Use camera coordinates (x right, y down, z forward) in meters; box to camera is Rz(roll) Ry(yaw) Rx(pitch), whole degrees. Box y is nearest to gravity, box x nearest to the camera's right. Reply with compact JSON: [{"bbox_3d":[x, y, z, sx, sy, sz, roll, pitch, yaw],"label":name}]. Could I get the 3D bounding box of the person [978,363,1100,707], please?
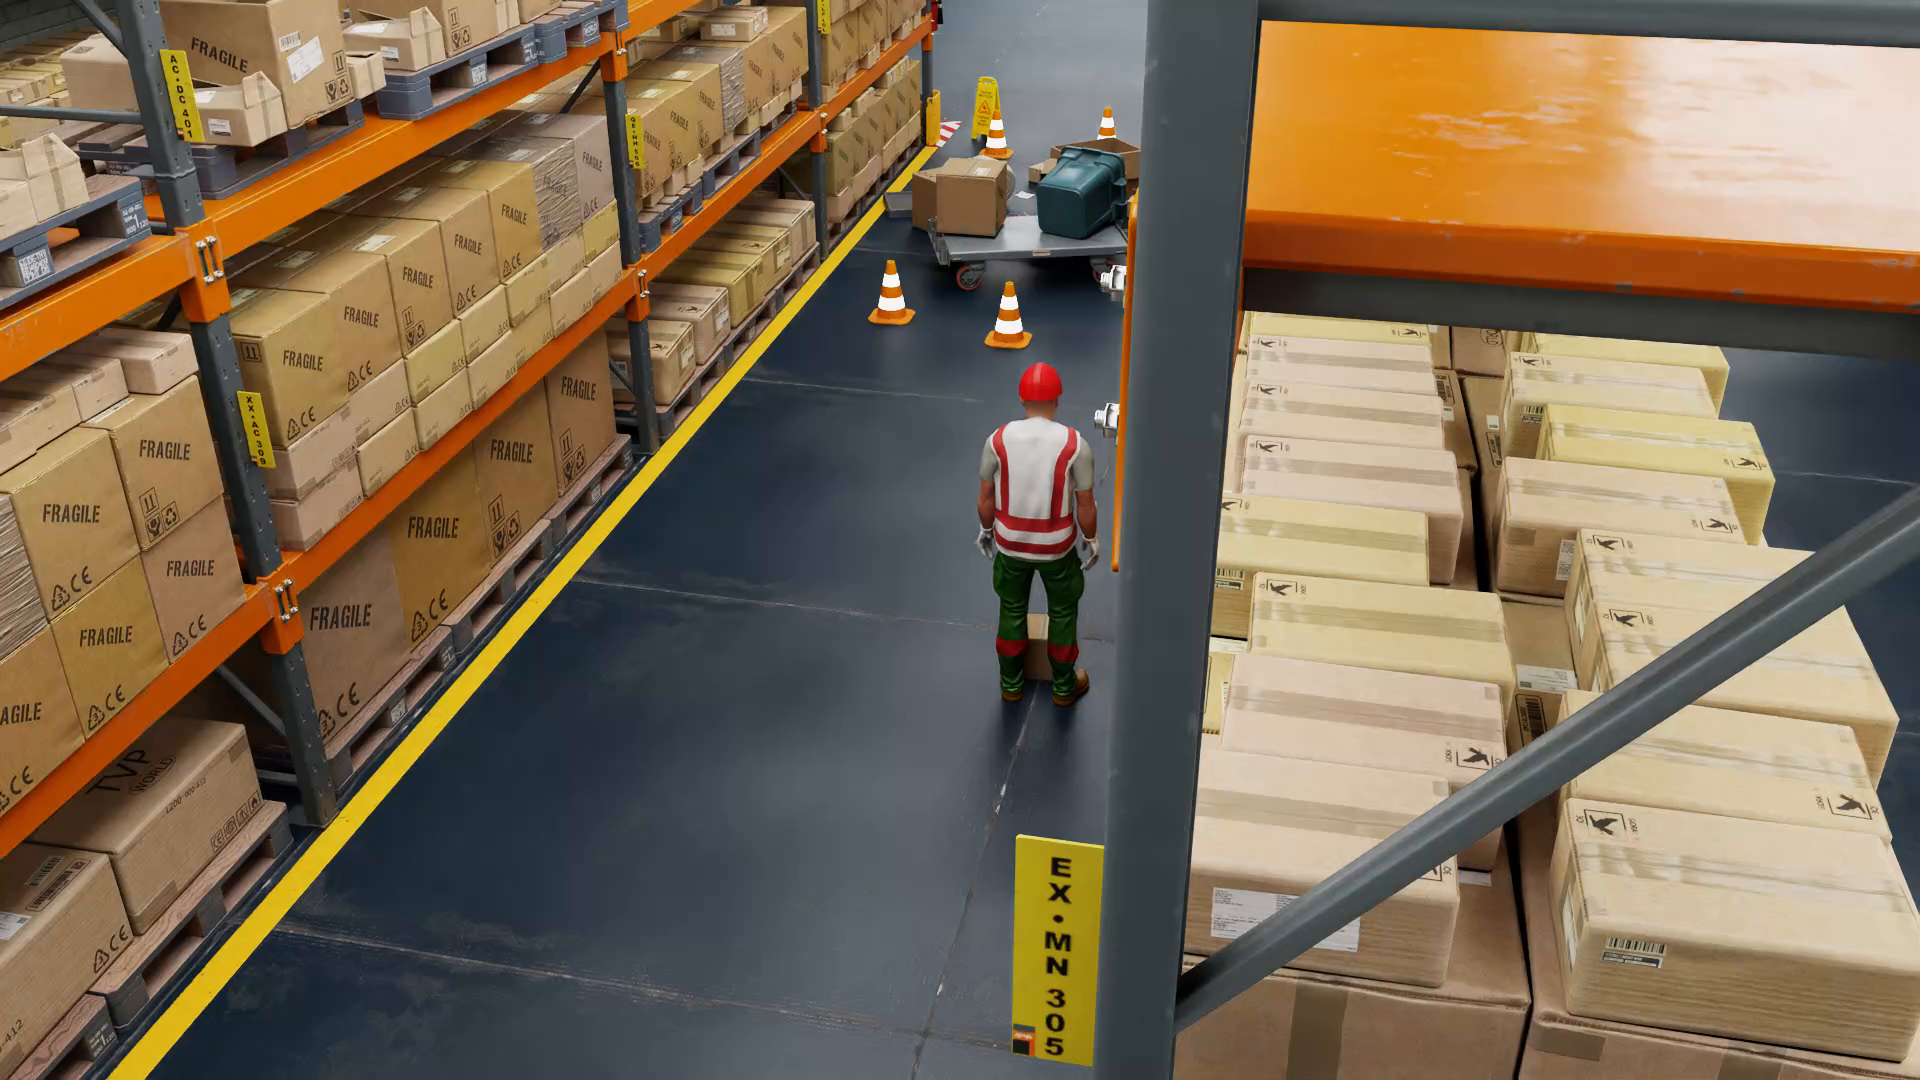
[{"bbox_3d":[0.383,-0.003,8.116,0.610,1.777,0.448,6,29,11],"label":"person"}]
